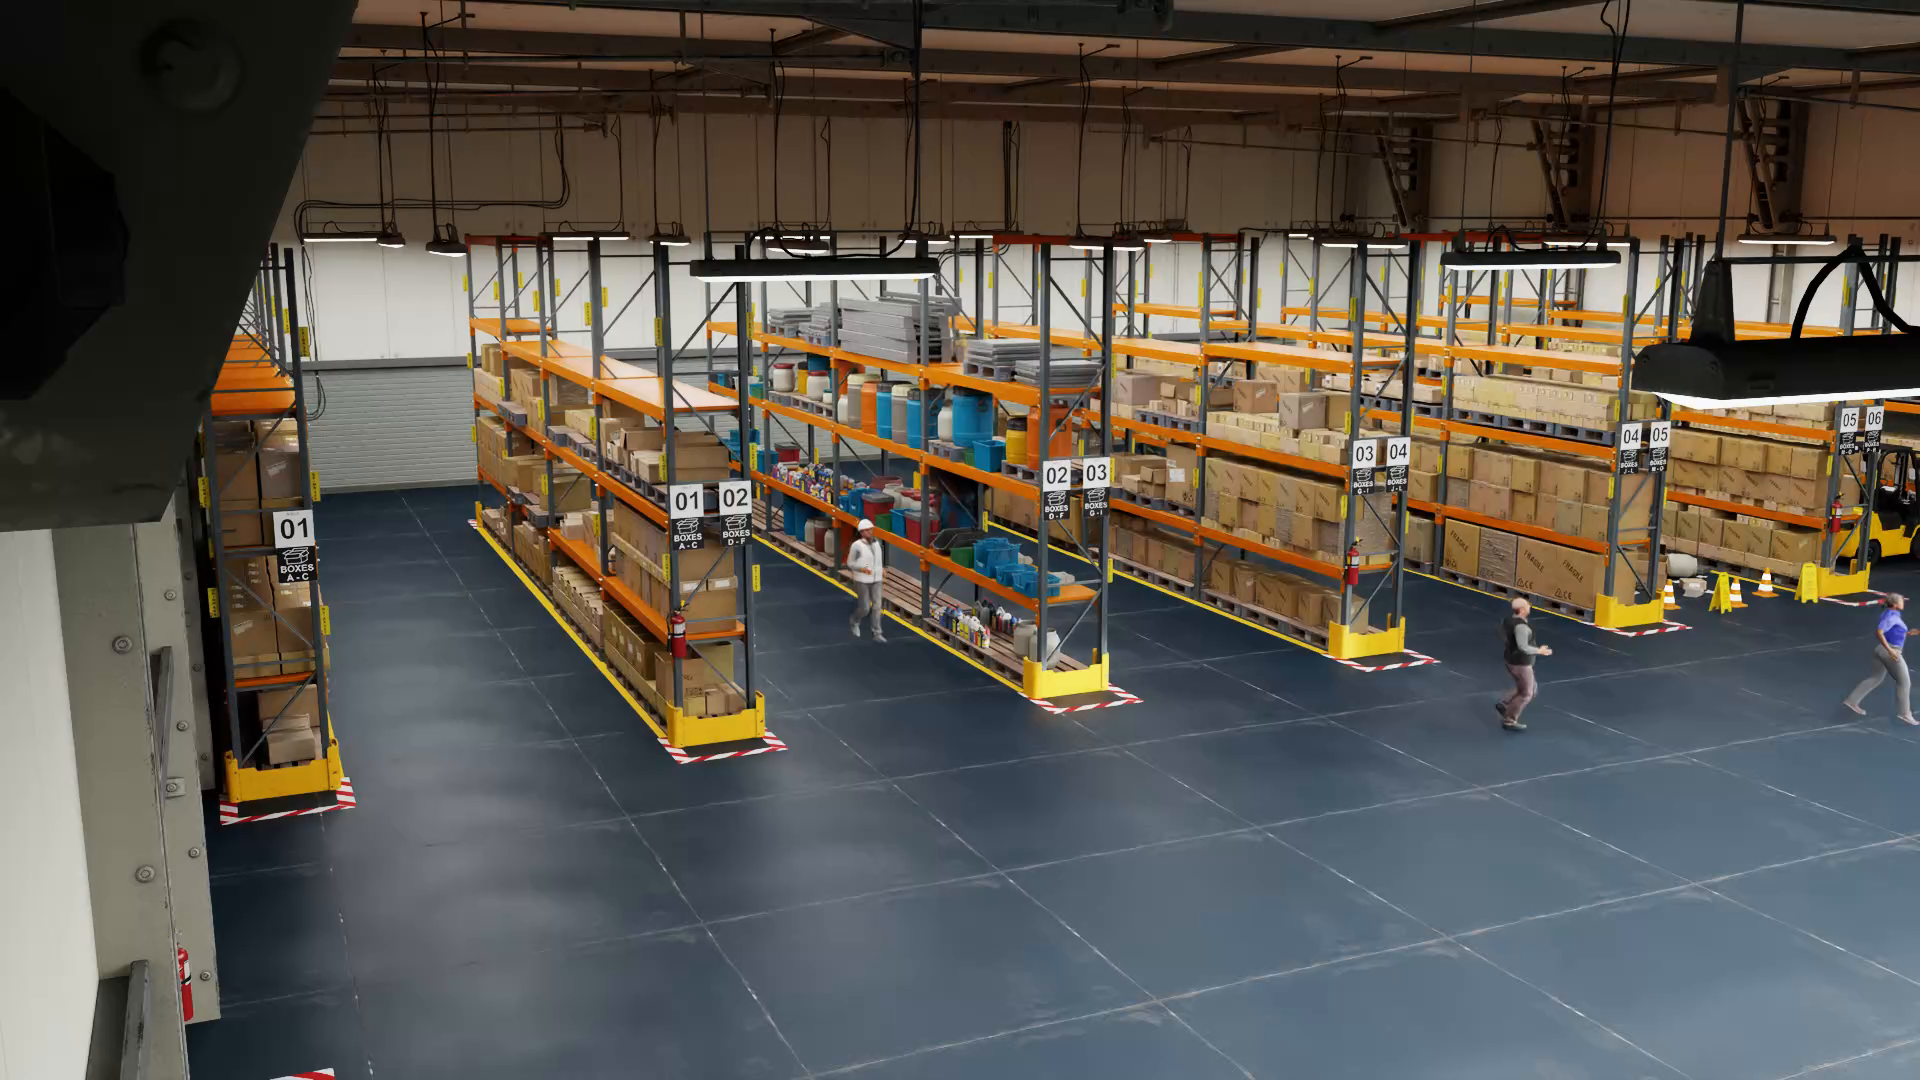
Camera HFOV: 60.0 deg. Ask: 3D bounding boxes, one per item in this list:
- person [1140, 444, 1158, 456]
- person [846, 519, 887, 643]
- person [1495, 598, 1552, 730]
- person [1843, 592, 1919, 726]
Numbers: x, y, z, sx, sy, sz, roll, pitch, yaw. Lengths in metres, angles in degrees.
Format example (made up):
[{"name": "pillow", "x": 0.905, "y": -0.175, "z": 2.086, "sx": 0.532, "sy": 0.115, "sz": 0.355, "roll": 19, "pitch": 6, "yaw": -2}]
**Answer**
[{"name": "person", "x": 4.819, "y": -2.666, "z": 42.250, "sx": 0.848, "sy": 1.735, "sz": 0.732, "roll": -4, "pitch": 12, "yaw": -18}, {"name": "person", "x": -1.304, "y": 0.582, "z": 23.930, "sx": 0.663, "sy": 1.764, "sz": 0.842, "roll": -8, "pitch": 13, "yaw": -35}, {"name": "person", "x": 7.038, "y": 1.538, "z": 20.751, "sx": 0.577, "sy": 1.675, "sz": 0.651, "roll": 0, "pitch": 11, "yaw": 2}, {"name": "person", "x": 11.737, "y": 1.497, "z": 21.030, "sx": 0.851, "sy": 1.675, "sz": 0.563, "roll": 2, "pitch": 11, "yaw": 9}]
